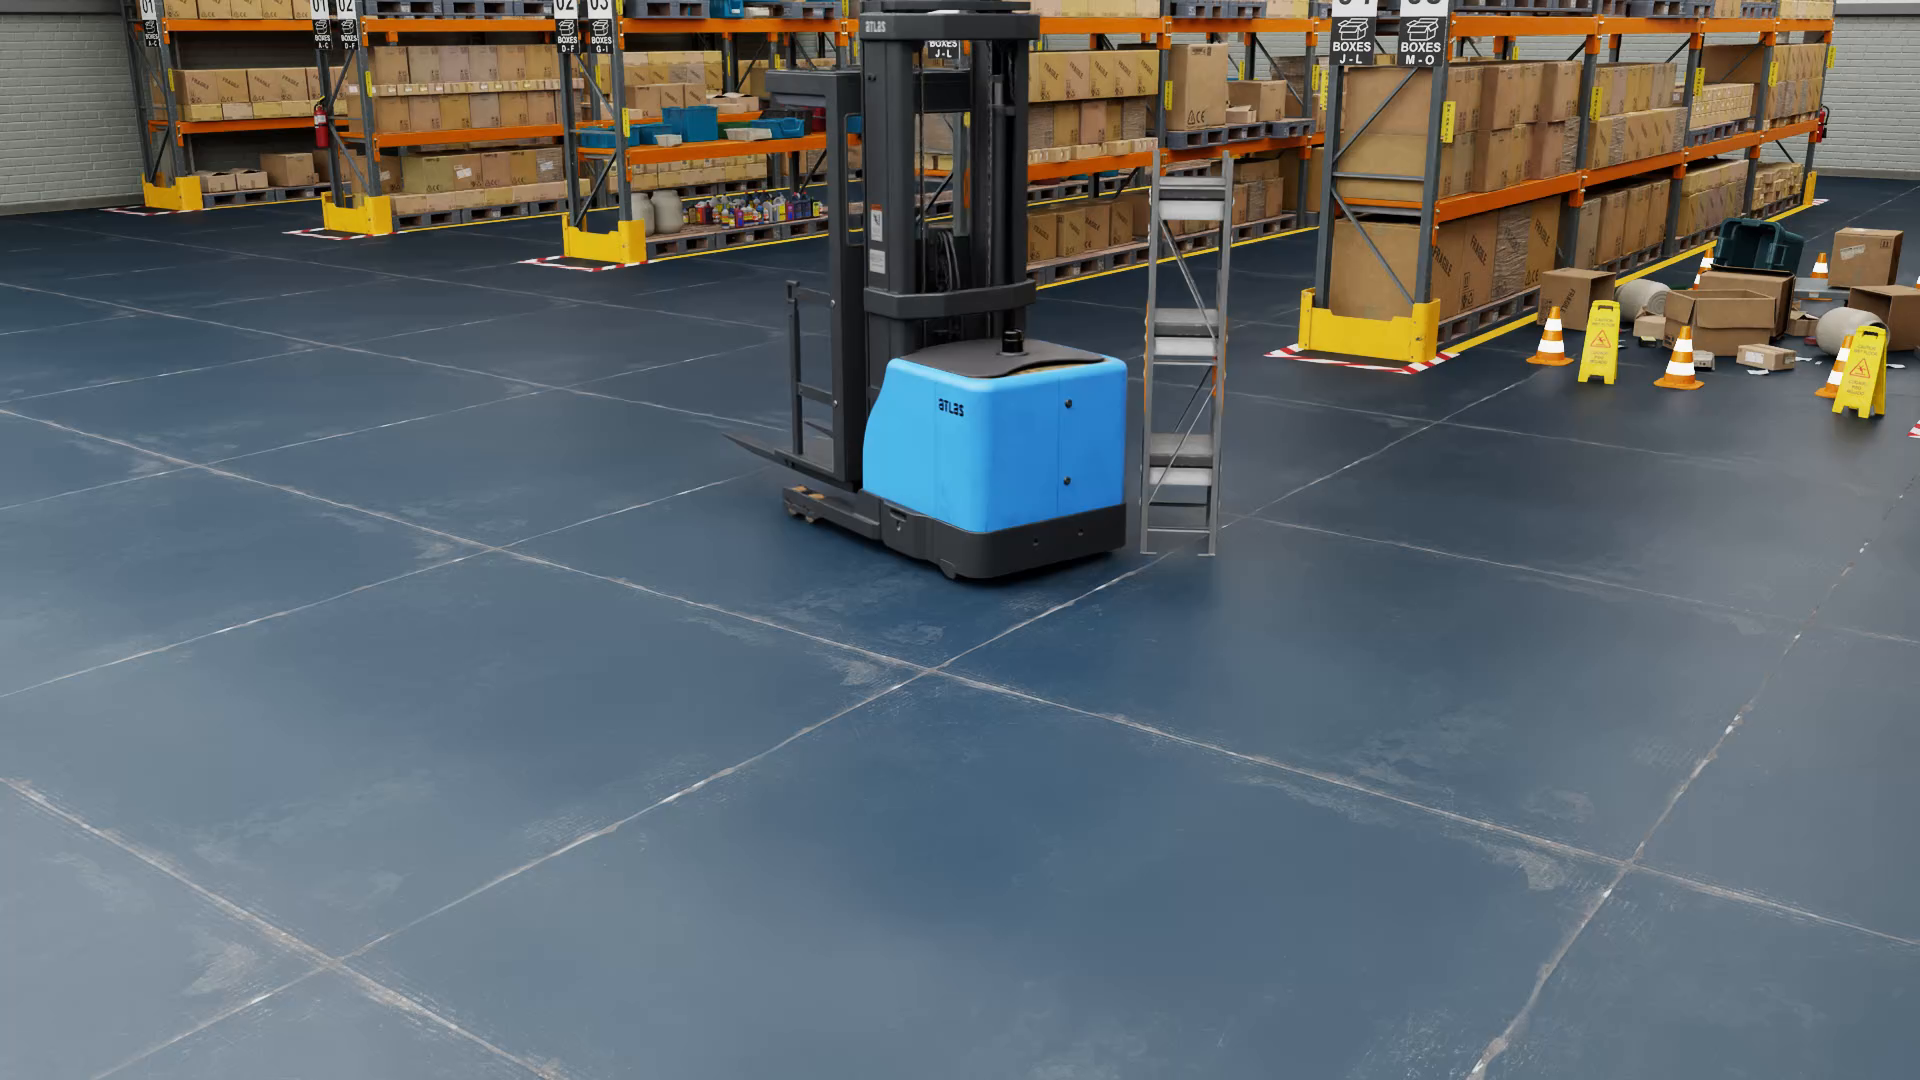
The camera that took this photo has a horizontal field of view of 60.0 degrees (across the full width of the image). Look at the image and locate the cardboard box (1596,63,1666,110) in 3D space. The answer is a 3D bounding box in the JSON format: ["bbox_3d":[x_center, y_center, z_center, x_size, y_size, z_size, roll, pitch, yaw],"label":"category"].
[{"bbox_3d":[7.747,-5.279,19.330,0.700,0.500,0.500,12,21,34],"label":"cardboard box"}]

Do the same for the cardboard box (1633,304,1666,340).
[{"bbox_3d":[6.394,-1.986,15.192,0.258,0.266,0.396,-16,23,-41],"label":"cardboard box"}]

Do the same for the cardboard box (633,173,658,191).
[{"bbox_3d":[-5.193,-5.740,26.598,0.500,0.250,0.500,13,22,36],"label":"cardboard box"}]

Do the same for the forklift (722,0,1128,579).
[{"bbox_3d":[-0.382,-1.577,9.381,1.130,2.935,3.031,-12,21,-34],"label":"forklift"}]

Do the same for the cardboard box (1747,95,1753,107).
[{"bbox_3d":[10.627,-6.025,22.802,0.380,0.149,0.250,13,22,36],"label":"cardboard box"}]

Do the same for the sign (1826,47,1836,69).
[{"bbox_3d":[13.523,-7.486,25.807,0.100,0.325,0.005,12,21,35],"label":"sign"}]

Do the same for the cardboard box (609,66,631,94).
[{"bbox_3d":[-6.720,-8.899,32.138,0.500,0.500,0.500,13,22,36],"label":"cardboard box"}]

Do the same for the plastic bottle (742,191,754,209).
[{"bbox_3d":[-2.888,-4.584,22.671,0.144,0.351,0.185,11,21,32],"label":"plastic bottle"}]

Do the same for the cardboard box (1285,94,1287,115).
[{"bbox_3d":[4.494,-6.089,23.625,0.500,0.500,0.500,13,22,36],"label":"cardboard box"}]

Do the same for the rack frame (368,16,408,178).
[{"bbox_3d":[-9.918,-7.553,28.508,1.000,3.000,0.127,12,21,35],"label":"rack frame"}]

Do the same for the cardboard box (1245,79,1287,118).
[{"bbox_3d":[4.110,-5.993,22.607,0.500,0.500,0.500,10,20,28],"label":"cardboard box"}]

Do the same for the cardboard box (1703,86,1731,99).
[{"bbox_3d":[9.846,-5.856,21.757,0.380,0.149,0.250,11,21,32],"label":"cardboard box"}]

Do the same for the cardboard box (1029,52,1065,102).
[{"bbox_3d":[0.780,-4.962,17.808,0.500,0.500,0.500,12,21,35],"label":"cardboard box"}]

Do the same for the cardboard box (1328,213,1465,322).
[{"bbox_3d":[3.907,-2.433,14.895,0.875,0.875,0.875,13,21,35],"label":"cardboard box"}]

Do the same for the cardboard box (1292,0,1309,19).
[{"bbox_3d":[4.313,-7.084,22.194,0.500,0.250,0.500,12,21,35],"label":"cardboard box"}]

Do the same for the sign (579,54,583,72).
[{"bbox_3d":[-7.093,-8.927,31.115,0.100,0.325,0.005,12,21,35],"label":"sign"}]

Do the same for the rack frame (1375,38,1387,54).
[{"bbox_3d":[6.783,-6.833,26.188,1.000,3.000,0.127,12,21,35],"label":"rack frame"}]

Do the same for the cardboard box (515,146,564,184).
[{"bbox_3d":[-6.346,-5.658,25.070,0.500,0.500,0.500,12,21,35],"label":"cardboard box"}]

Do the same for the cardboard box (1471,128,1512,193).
[{"bbox_3d":[4.485,-3.488,15.165,0.875,0.550,0.550,12,21,35],"label":"cardboard box"}]

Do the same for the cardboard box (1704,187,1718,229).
[{"bbox_3d":[9.548,-4.353,21.710,0.500,0.500,0.500,12,21,33],"label":"cardboard box"}]

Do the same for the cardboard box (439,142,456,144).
[{"bbox_3d":[-9.233,-7.211,29.616,0.500,0.250,0.500,12,21,34],"label":"cardboard box"}]

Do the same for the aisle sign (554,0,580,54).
[{"bbox_3d":[-4.627,-6.127,19.531,0.394,0.787,0.004,12,21,35],"label":"aisle sign"}]

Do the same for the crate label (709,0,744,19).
[{"bbox_3d":[-2.965,-6.599,20.628,0.502,0.251,0.408,12,21,35],"label":"crate label"}]

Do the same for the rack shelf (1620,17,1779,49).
[{"bbox_3d":[9.514,-6.545,21.416,1.077,0.370,4.000,12,21,35],"label":"rack shelf"}]

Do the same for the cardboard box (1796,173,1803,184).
[{"bbox_3d":[13.004,-5.690,26.106,0.380,0.149,0.250,12,21,33],"label":"cardboard box"}]

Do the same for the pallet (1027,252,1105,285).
[{"bbox_3d":[0.918,-3.138,18.991,1.003,0.211,1.213,12,21,35],"label":"pallet"}]

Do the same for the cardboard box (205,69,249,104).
[{"bbox_3d":[-11.473,-7.073,25.917,0.500,0.500,0.500,12,21,35],"label":"cardboard box"}]

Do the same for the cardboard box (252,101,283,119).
[{"bbox_3d":[-11.150,-6.845,26.447,0.500,0.250,0.500,12,21,34],"label":"cardboard box"}]

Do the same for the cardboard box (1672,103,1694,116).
[{"bbox_3d":[8.772,-5.282,20.408,0.380,0.149,0.250,14,22,37],"label":"cardboard box"}]

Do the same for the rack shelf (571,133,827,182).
[{"bbox_3d":[-3.153,-4.983,21.444,1.077,0.370,4.000,12,21,35],"label":"rack shelf"}]

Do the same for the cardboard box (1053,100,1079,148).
[{"bbox_3d":[0.824,-4.659,18.520,0.875,0.500,0.500,12,21,35],"label":"cardboard box"}]

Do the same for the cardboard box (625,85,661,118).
[{"bbox_3d":[-5.153,-7.032,26.661,0.500,0.500,0.500,14,22,39],"label":"cardboard box"}]

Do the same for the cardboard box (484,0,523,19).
[{"bbox_3d":[-8.382,-9.705,30.172,0.797,0.503,0.637,16,24,42],"label":"cardboard box"}]

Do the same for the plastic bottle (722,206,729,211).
[{"bbox_3d":[-3.130,-4.356,22.189,0.097,0.201,0.097,0,17,0],"label":"plastic bottle"}]

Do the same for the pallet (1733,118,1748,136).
[{"bbox_3d":[10.134,-5.684,22.814,1.003,0.211,1.213,12,21,35],"label":"pallet"}]

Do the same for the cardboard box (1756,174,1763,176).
[{"bbox_3d":[11.400,-5.225,24.107,0.380,0.149,0.250,12,21,34],"label":"cardboard box"}]

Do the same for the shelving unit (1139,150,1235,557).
[{"bbox_3d":[1.200,-0.991,8.896,0.431,2.100,0.503,2,17,6],"label":"shelving unit"}]

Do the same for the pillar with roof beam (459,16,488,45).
[{"bbox_3d":[-5.547,-10.453,27.732,9.100,9.000,0.400,12,21,35],"label":"pillar with roof beam"}]

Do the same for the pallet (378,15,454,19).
[{"bbox_3d":[-9.465,-9.024,28.504,1.213,0.211,1.003,12,21,35],"label":"pallet"}]

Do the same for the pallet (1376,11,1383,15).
[{"bbox_3d":[5.404,-7.652,24.087,1.003,0.211,1.213,14,22,37],"label":"pallet"}]

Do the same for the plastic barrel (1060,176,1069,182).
[{"bbox_3d":[1.637,-6.306,27.981,0.421,0.512,0.421,0,17,0],"label":"plastic barrel"}]

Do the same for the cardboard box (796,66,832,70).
[{"bbox_3d":[-2.571,-8.234,29.823,0.500,0.500,0.700,-15,23,-40],"label":"cardboard box"}]

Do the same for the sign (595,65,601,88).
[{"bbox_3d":[-5.491,-7.032,25.238,0.100,0.325,0.005,12,21,35],"label":"sign"}]

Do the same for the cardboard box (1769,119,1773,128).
[{"bbox_3d":[11.515,-6.033,24.037,0.380,0.149,0.250,11,21,32],"label":"cardboard box"}]

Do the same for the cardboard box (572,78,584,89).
[{"bbox_3d":[-5.928,-6.934,25.251,0.380,0.149,0.250,12,21,35],"label":"cardboard box"}]

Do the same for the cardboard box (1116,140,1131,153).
[{"bbox_3d":[1.770,-4.597,19.414,0.380,0.149,0.250,12,21,35],"label":"cardboard box"}]

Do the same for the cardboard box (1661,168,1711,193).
[{"bbox_3d":[9.230,-4.587,21.198,0.500,0.250,0.500,12,21,34],"label":"cardboard box"}]

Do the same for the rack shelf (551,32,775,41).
[{"bbox_3d":[-4.746,-8.244,26.888,1.077,0.370,4.000,12,21,35],"label":"rack shelf"}]

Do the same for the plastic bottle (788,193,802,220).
[{"bbox_3d":[-2.228,-4.498,22.394,0.144,0.351,0.185,11,20,32],"label":"plastic bottle"}]

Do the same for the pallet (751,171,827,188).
[{"bbox_3d":[-3.079,-6.471,29.725,1.003,0.211,1.213,12,21,35],"label":"pallet"}]

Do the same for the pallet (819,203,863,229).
[{"bbox_3d":[-1.525,-4.665,23.909,1.003,0.211,1.213,12,21,35],"label":"pallet"}]

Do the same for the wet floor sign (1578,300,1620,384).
[{"bbox_3d":[5.129,-1.593,13.285,0.267,0.644,0.232,8,19,25],"label":"wet floor sign"}]

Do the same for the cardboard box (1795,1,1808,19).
[{"bbox_3d":[11.811,-7.598,23.849,0.500,0.250,0.500,14,22,37],"label":"cardboard box"}]

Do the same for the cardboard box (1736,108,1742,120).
[{"bbox_3d":[10.324,-5.762,22.457,0.380,0.149,0.250,12,21,35],"label":"cardboard box"}]

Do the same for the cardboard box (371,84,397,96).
[{"bbox_3d":[-7.914,-6.139,22.692,0.380,0.149,0.250,12,21,34],"label":"cardboard box"}]

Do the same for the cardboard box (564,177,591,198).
[{"bbox_3d":[-6.038,-5.417,25.558,0.500,0.250,0.500,12,21,35],"label":"cardboard box"}]
